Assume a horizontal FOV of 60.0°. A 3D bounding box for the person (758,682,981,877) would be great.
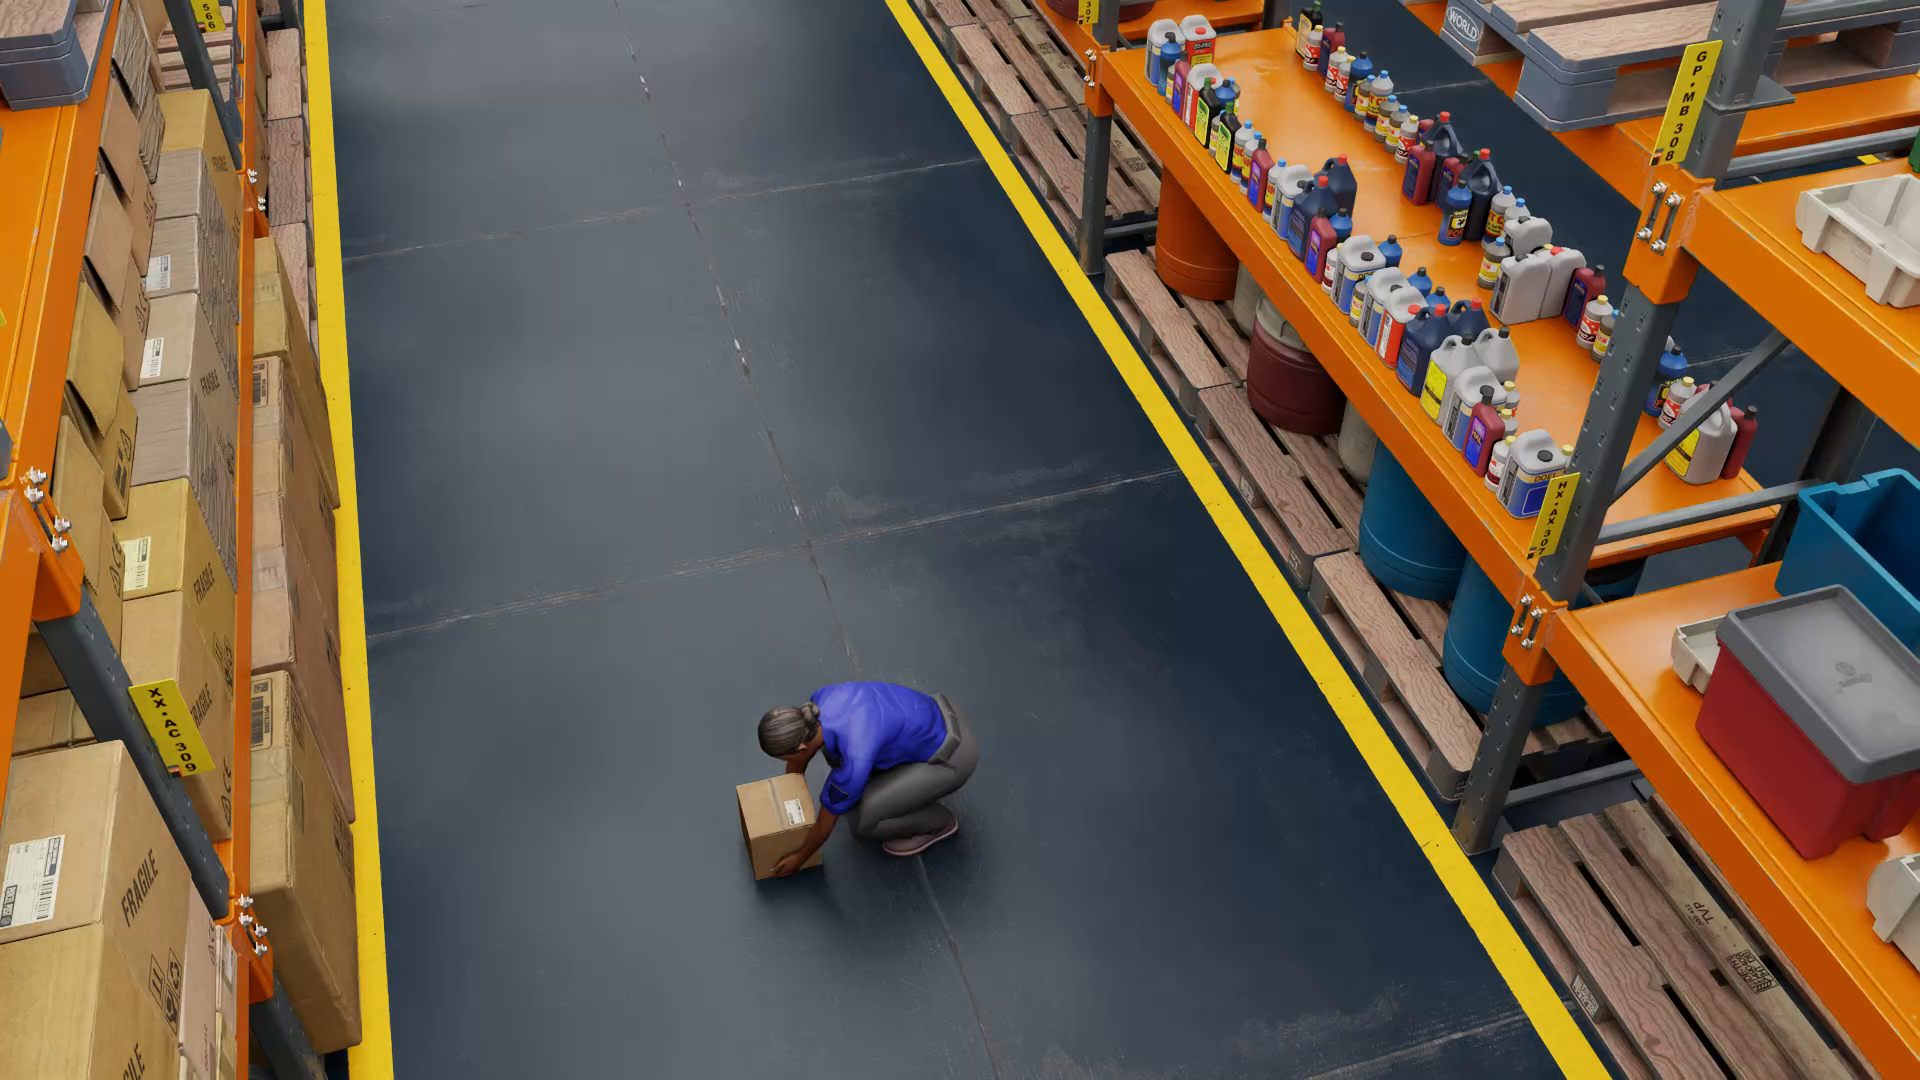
[{"bbox_3d":[-0.334,0.788,5.971,0.824,0.809,0.479,-12,44,-13],"label":"person"}]
